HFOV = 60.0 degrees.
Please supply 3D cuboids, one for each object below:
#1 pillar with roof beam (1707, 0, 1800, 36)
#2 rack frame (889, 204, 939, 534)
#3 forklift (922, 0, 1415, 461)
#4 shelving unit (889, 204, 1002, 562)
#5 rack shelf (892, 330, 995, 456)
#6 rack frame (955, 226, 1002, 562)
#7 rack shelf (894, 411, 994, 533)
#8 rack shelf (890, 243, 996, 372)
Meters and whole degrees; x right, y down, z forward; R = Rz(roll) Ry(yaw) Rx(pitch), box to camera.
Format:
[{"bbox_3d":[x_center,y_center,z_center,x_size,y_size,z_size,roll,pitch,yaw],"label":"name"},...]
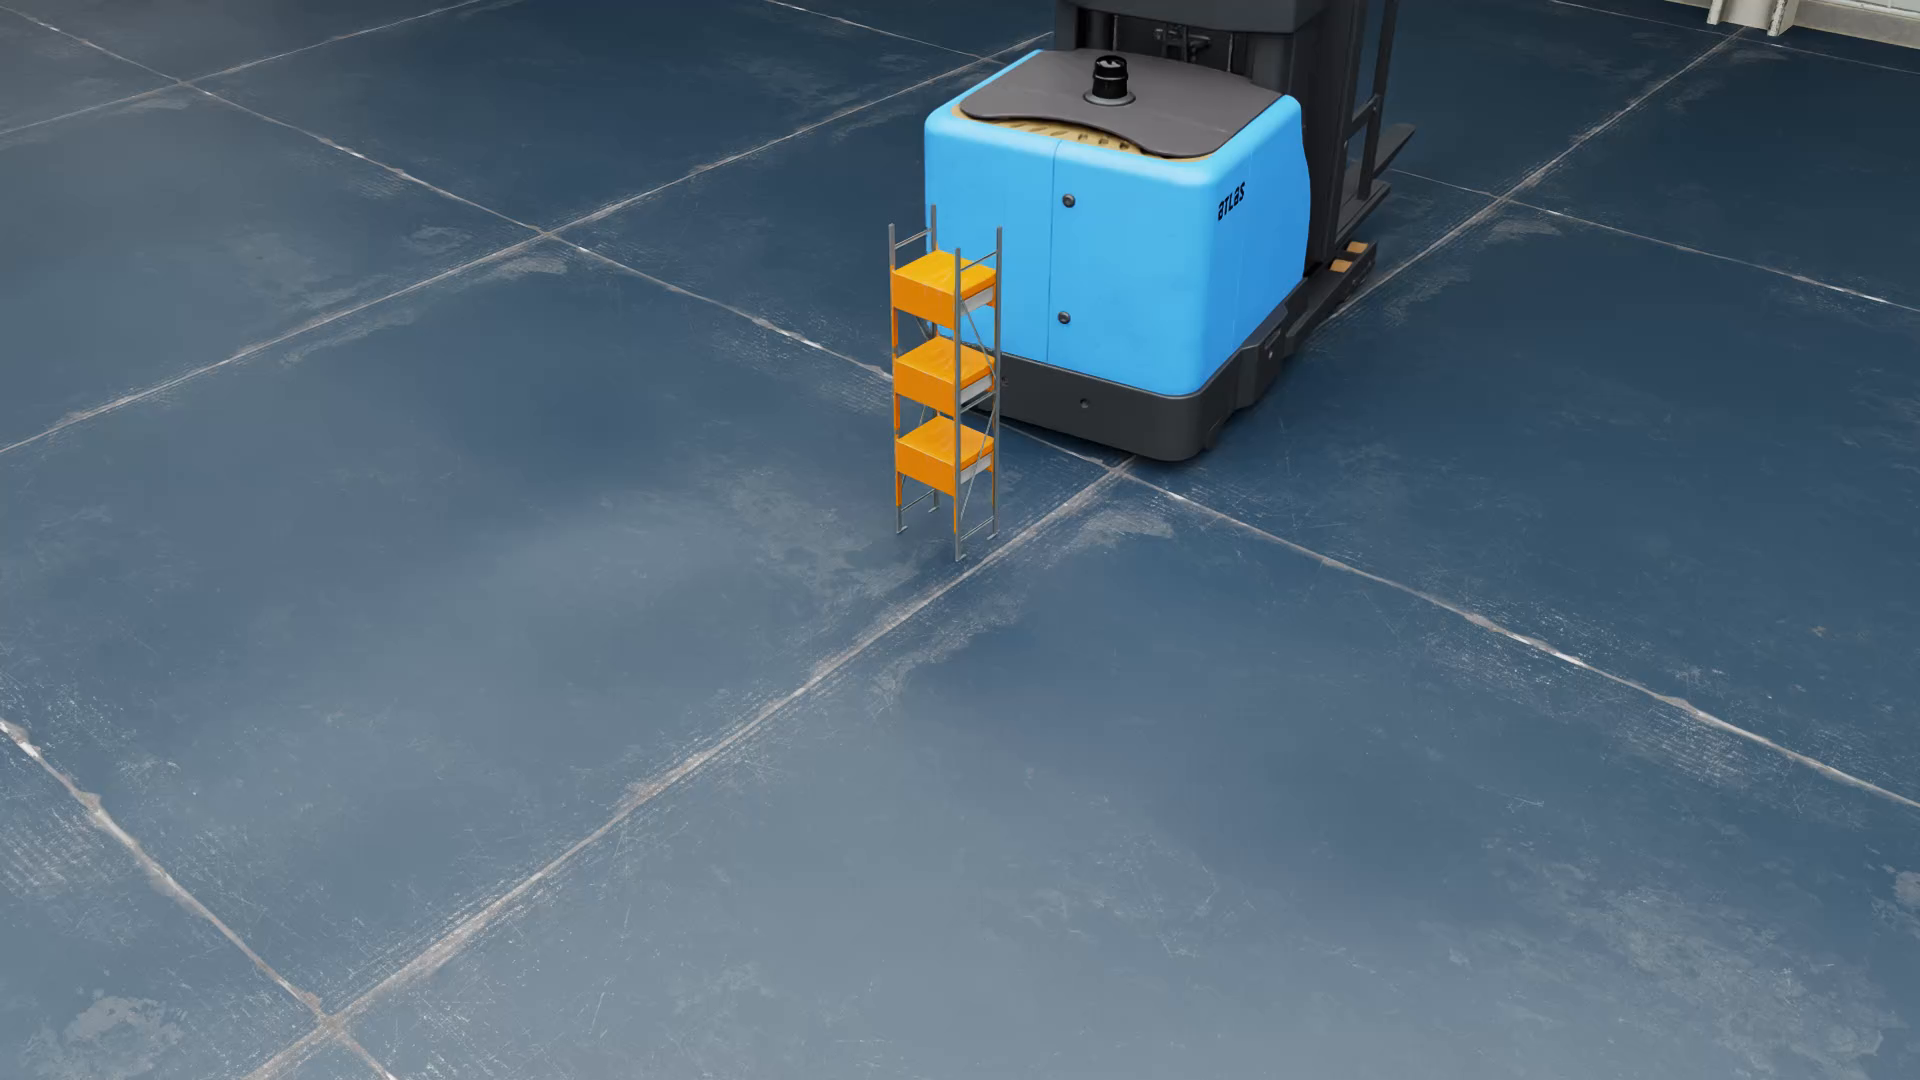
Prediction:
[{"bbox_3d":[1.804,-4.818,4.317,0.400,9.000,9.100,25,42,32],"label":"pillar with roof beam"},{"bbox_3d":[-0.135,-0.496,5.045,0.008,1.050,0.200,25,42,32],"label":"rack frame"},{"bbox_3d":[1.039,-2.277,5.977,1.130,2.935,3.031,18,38,24],"label":"forklift"},{"bbox_3d":[-0.041,-0.452,4.981,0.252,1.050,0.215,25,42,32],"label":"shelving unit"},{"bbox_3d":[-0.041,-0.443,4.987,0.240,0.259,0.215,25,42,32],"label":"rack shelf"},{"bbox_3d":[0.053,-0.408,4.917,0.008,1.050,0.200,25,42,32],"label":"rack frame"},{"bbox_3d":[-0.041,-0.214,5.144,0.240,0.259,0.215,25,42,32],"label":"rack shelf"},{"bbox_3d":[-0.041,-0.677,4.826,0.240,0.259,0.215,25,42,32],"label":"rack shelf"}]
